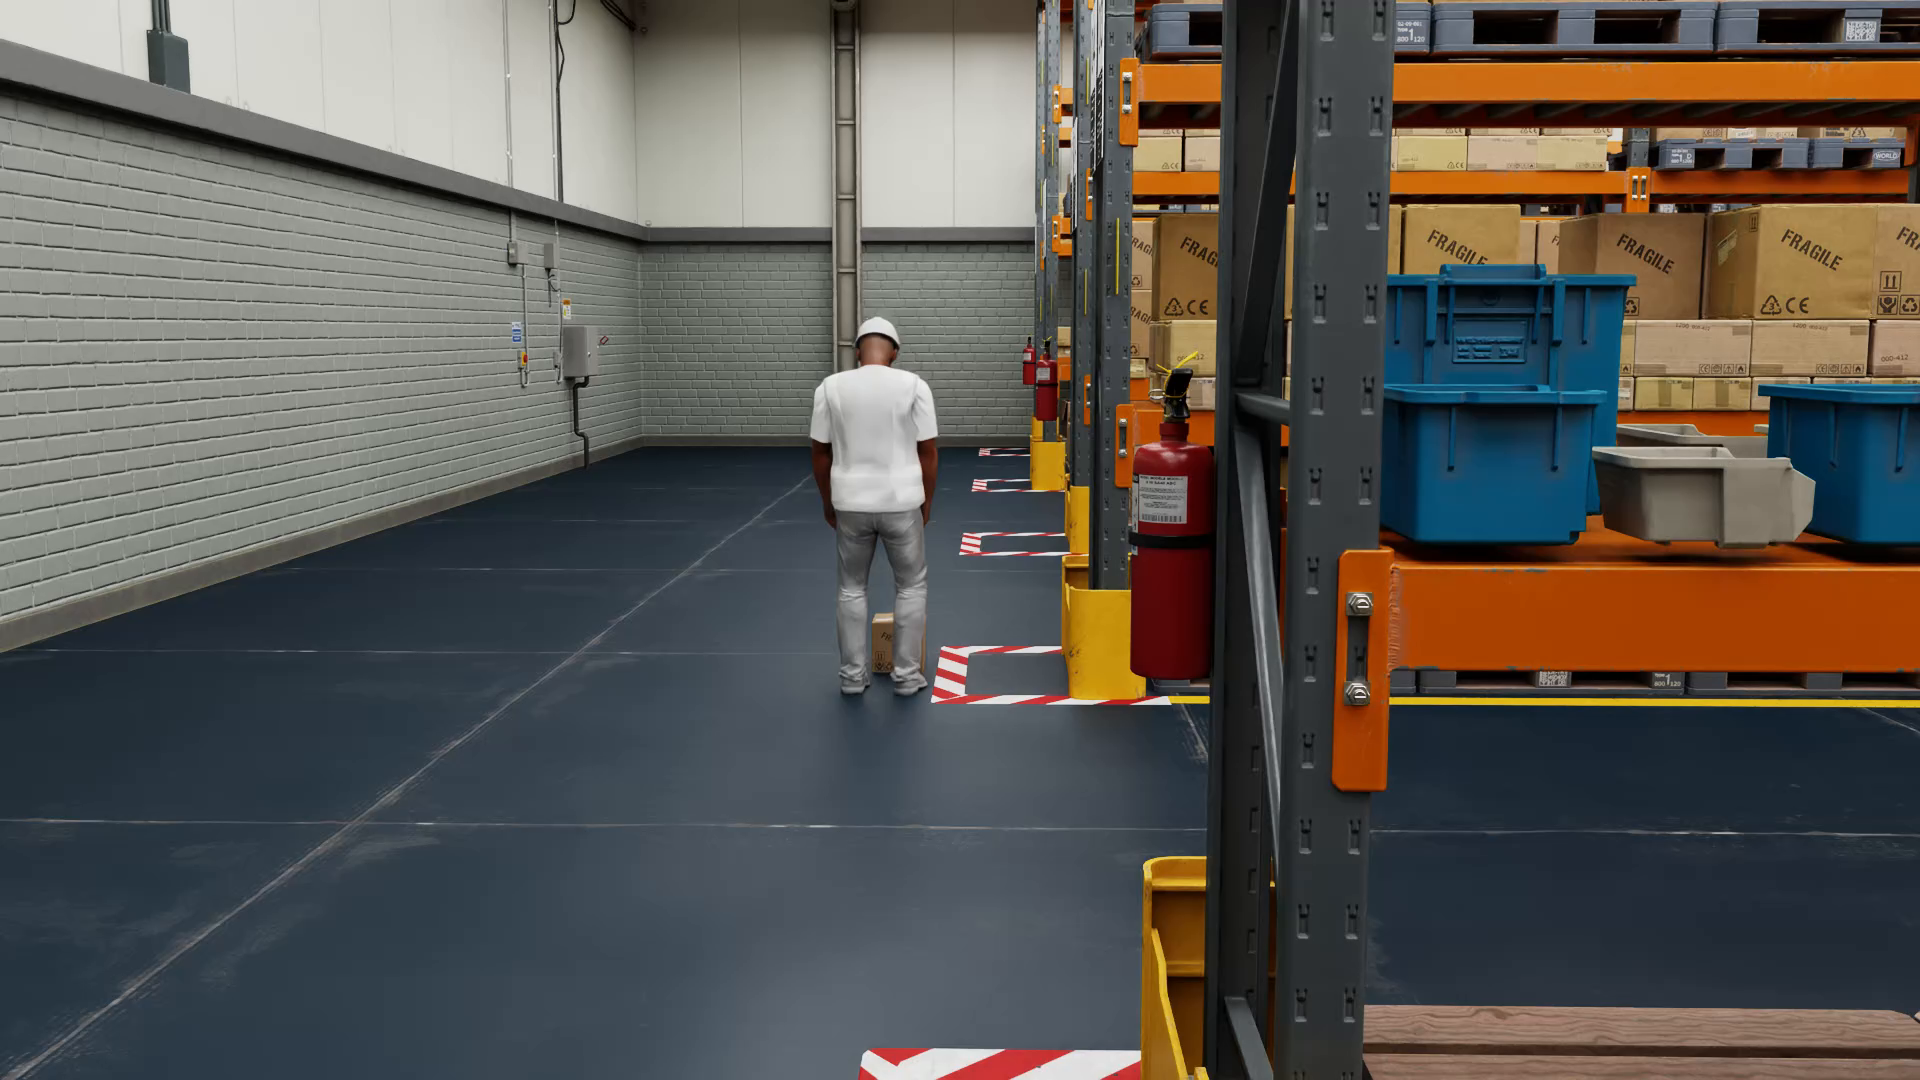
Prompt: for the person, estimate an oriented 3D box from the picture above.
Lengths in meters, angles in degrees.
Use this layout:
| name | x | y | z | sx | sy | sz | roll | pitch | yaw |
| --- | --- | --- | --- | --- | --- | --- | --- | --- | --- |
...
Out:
| name | x | y | z | sx | sy | sz | roll | pitch | yaw |
| --- | --- | --- | --- | --- | --- | --- | --- | --- | --- |
| person | -0.388 | -0.159 | 7.639 | 0.591 | 1.717 | 0.453 | 1 | 7 | 8 |
